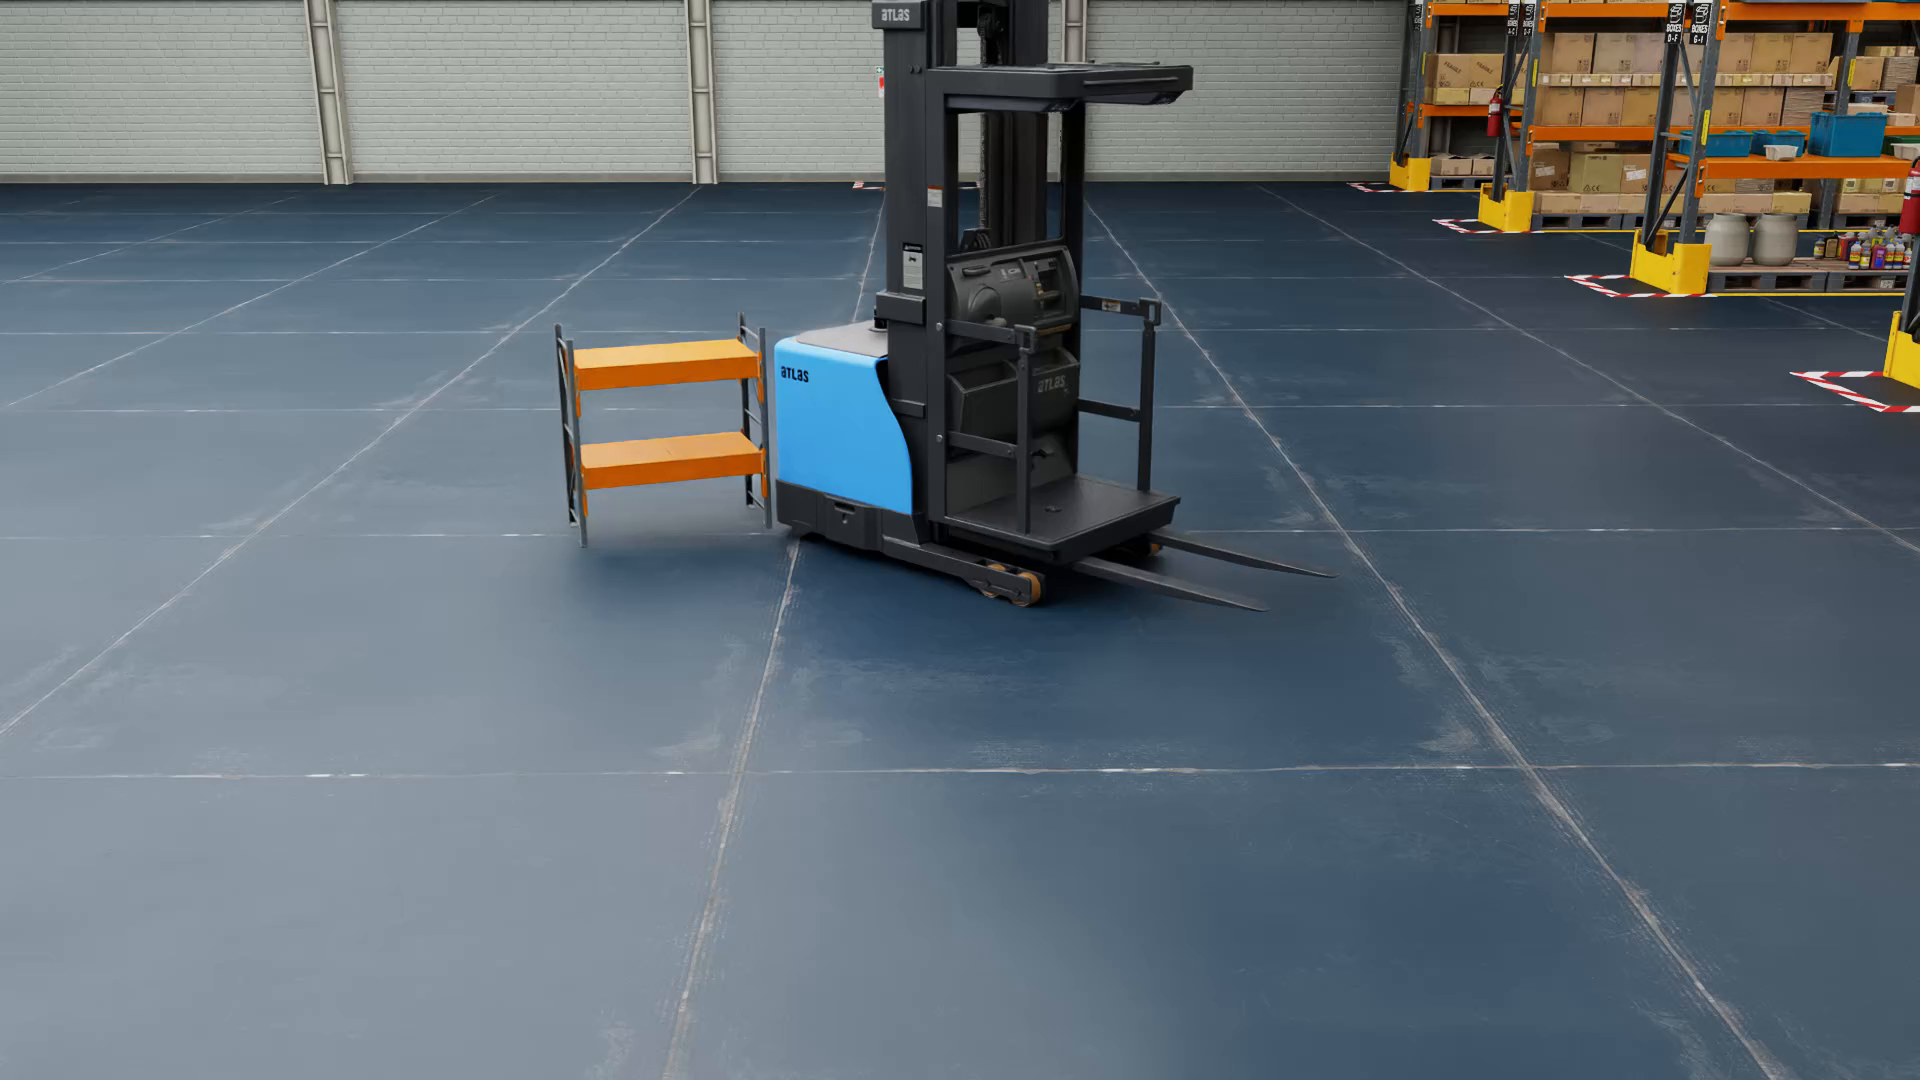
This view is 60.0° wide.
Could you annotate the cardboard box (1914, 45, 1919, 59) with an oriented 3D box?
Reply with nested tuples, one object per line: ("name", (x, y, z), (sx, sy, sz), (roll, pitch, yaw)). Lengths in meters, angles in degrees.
("cardboard box", (15.581, -7.775, 26.462), (0.500, 0.250, 0.500), (0, 18, 1))

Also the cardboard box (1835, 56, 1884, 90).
("cardboard box", (14.103, -7.378, 26.254), (0.500, 0.500, 0.700), (-2, 18, -6))

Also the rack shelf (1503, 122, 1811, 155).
("rack shelf", (9.214, -5.253, 21.690), (4.000, 0.370, 1.077), (0, 18, -1))

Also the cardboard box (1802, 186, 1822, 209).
("cardboard box", (11.624, -4.587, 22.249), (0.500, 0.250, 0.500), (0, 18, -1))

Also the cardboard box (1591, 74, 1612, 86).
("cardboard box", (8.124, -5.882, 21.246), (0.250, 0.149, 0.380), (0, 18, -1))

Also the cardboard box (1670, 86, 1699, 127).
("cardboard box", (9.229, -5.640, 21.556), (0.500, 0.500, 0.700), (0, 18, 1))

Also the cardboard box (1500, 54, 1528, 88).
("cardboard box", (8.626, -7.305, 25.893), (0.500, 0.500, 0.500), (-1, 18, -3))

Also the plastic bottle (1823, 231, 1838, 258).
("plastic bottle", (9.235, -3.138, 17.646), (0.133, 0.283, 0.061), (0, 18, 0))

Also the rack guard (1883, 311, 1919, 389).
("rack guard", (7.443, -1.371, 12.502), (0.348, 0.500, 1.175), (0, 18, -1))

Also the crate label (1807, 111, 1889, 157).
("crate label", (9.125, -4.181, 17.114), (0.616, 0.435, 0.502), (0, 18, -1))

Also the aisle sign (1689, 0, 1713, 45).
("aisle sign", (7.222, -5.221, 16.157), (0.004, 0.787, 0.394), (0, 18, -1))

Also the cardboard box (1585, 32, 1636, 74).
("cardboard box", (8.260, -6.254, 21.346), (0.500, 0.500, 0.700), (-1, 18, -2))

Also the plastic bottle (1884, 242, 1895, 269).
("plastic bottle", (9.449, -2.899, 16.919), (0.097, 0.271, 0.097), (0, 18, 0))

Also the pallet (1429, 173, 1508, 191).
("pallet", (8.021, -5.765, 26.672), (1.213, 0.211, 1.003), (0, 18, -1))

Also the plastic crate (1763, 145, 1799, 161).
("plastic crate", (8.189, -3.854, 16.582), (0.250, 0.136, 0.298), (0, 18, -1))

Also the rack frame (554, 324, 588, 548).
("rack frame", (-2.100, -0.567, 8.973), (0.032, 1.125, 0.500), (-7, 19, -20))

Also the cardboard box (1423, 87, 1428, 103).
("cardboard box", (7.597, -7.099, 26.478), (0.500, 0.250, 0.500), (0, 18, 0))

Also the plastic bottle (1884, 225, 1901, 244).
("plastic bottle", (9.861, -3.160, 17.606), (0.185, 0.351, 0.144), (0, 18, -1))

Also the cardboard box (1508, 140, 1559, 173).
("cardboard box", (9.130, -6.085, 26.478), (0.500, 0.500, 0.700), (-1, 18, -4))

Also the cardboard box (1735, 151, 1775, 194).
("cardboard box", (10.254, -4.785, 21.640), (0.500, 0.500, 0.500), (0, 18, -1))

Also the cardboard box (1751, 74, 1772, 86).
("cardboard box", (10.174, -5.891, 21.275), (0.250, 0.149, 0.380), (0, 18, -1))

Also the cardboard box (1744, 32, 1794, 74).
("cardboard box", (10.265, -6.264, 21.376), (0.500, 0.500, 0.700), (0, 18, -1))

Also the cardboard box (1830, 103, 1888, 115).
("cardboard box", (11.706, -5.550, 21.682), (0.500, 0.250, 0.500), (1, 18, 3))

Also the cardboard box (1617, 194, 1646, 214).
("cardboard box", (8.754, -4.417, 21.721), (0.500, 0.250, 0.500), (0, 18, -1))

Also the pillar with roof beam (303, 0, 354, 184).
("pillar with roof beam", (-10.111, -8.822, 21.815), (0.400, 9.000, 9.100), (0, 18, -1))

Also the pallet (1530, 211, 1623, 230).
("pallet", (7.978, -4.275, 22.028), (1.213, 0.211, 1.003), (0, 18, -1))

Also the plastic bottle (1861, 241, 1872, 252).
("plastic bottle", (9.530, -3.048, 17.501), (0.097, 0.201, 0.097), (0, 18, 0))

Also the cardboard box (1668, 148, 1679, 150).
("cardboard box", (9.746, -4.942, 22.128), (0.500, 0.500, 0.500), (0, 18, -1))

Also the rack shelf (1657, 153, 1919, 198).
("rack shelf", (9.289, -3.740, 16.974), (4.000, 0.370, 1.077), (0, 18, -1))

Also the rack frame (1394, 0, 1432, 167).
("rack frame", (7.133, -7.099, 26.267), (0.127, 3.000, 1.000), (0, 18, -1))

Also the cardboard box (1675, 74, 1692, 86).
("cardboard box", (9.147, -5.886, 21.259), (0.250, 0.149, 0.380), (0, 18, 0))

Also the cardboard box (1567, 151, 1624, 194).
("cardboard box", (8.254, -4.771, 21.597), (0.500, 0.500, 0.500), (0, 18, -1))

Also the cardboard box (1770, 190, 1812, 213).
("cardboard box", (10.754, -4.427, 21.751), (0.500, 0.250, 0.500), (0, 18, -1))

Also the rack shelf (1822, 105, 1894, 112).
("rack shelf", (13.132, -6.785, 26.467), (4.000, 0.370, 1.077), (0, 18, -1))

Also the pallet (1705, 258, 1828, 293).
("pallet", (8.177, -2.762, 17.313), (1.213, 0.211, 1.003), (0, 18, -1))

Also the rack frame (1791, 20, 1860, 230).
("rack frame", (11.214, -5.605, 21.610), (0.127, 3.000, 1.000), (0, 18, -1))

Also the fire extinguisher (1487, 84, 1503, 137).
("fire extinguisher", (7.089, -5.690, 22.003), (0.183, 0.674, 0.296), (0, 18, -1))

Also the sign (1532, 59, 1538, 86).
("sign", (7.217, -5.866, 20.877), (0.005, 0.325, 0.100), (0, 18, -1))

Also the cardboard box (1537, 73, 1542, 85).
("cardboard box", (7.594, -6.003, 21.623), (0.250, 0.149, 0.380), (-1, 18, -2))

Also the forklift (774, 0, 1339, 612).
("forklift", (0.431, -1.253, 8.154), (3.031, 2.935, 1.130), (15, 23, 39))

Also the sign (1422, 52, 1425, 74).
("sign", (7.141, -7.345, 25.618), (0.005, 0.325, 0.100), (0, 18, -1))

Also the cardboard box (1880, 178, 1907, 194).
("cardboard box", (12.132, -4.690, 21.652), (0.500, 0.311, 0.500), (0, 18, -2))

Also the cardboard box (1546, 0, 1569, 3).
("cardboard box", (9.063, -8.514, 25.571), (0.500, 0.500, 0.500), (1, 18, 3))

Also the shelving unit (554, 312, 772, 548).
("shelving unit", (-1.624, -0.621, 9.143), (1.048, 1.125, 0.538), (-7, 19, -20))
